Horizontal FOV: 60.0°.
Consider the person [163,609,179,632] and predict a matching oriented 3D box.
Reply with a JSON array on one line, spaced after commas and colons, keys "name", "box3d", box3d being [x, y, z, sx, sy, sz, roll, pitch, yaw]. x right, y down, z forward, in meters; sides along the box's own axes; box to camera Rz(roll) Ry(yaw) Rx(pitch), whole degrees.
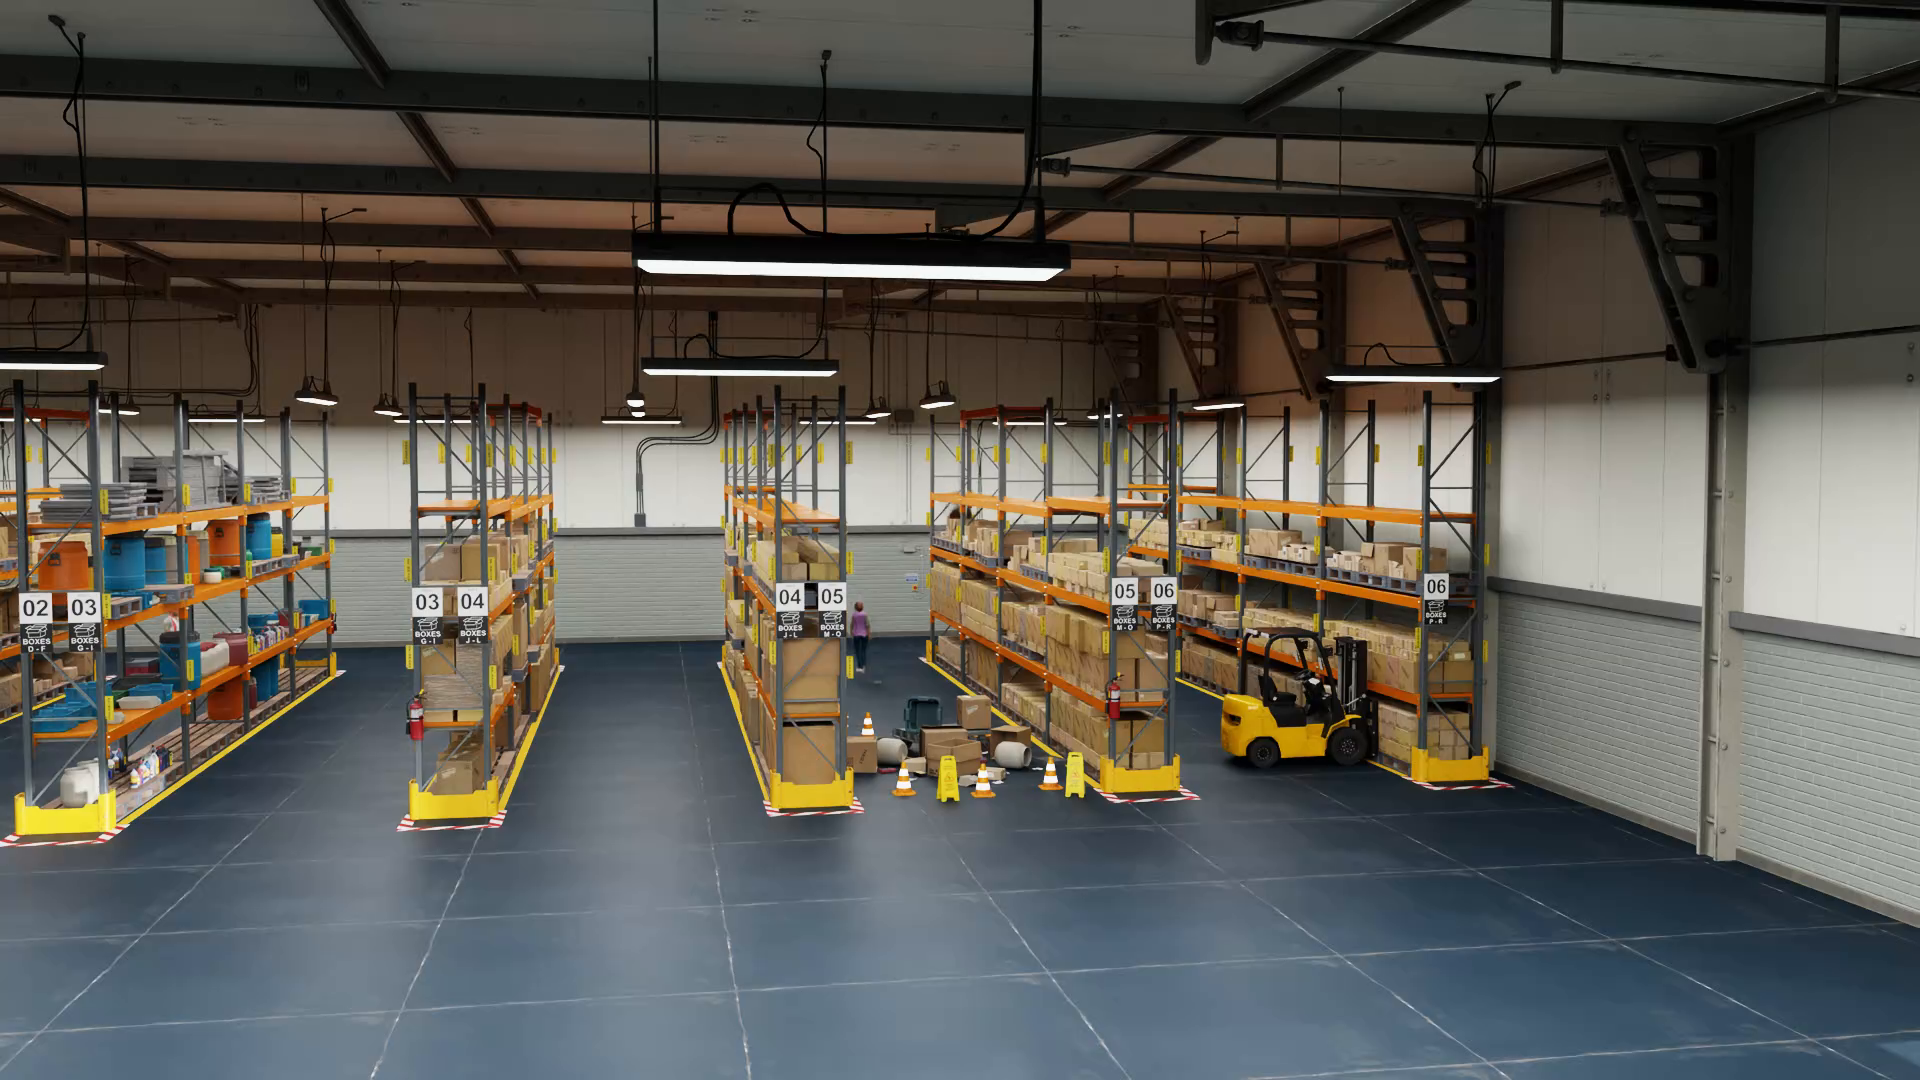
[{"name": "person", "box3d": [-17.074, 2.280, 36.327, 0.504, 1.808, 0.595, 1, 3, 26]}]

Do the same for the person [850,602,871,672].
[{"name": "person", "box3d": [-2.236, 2.181, 37.270, 0.458, 1.622, 0.543, -1, 3, -19]}]
